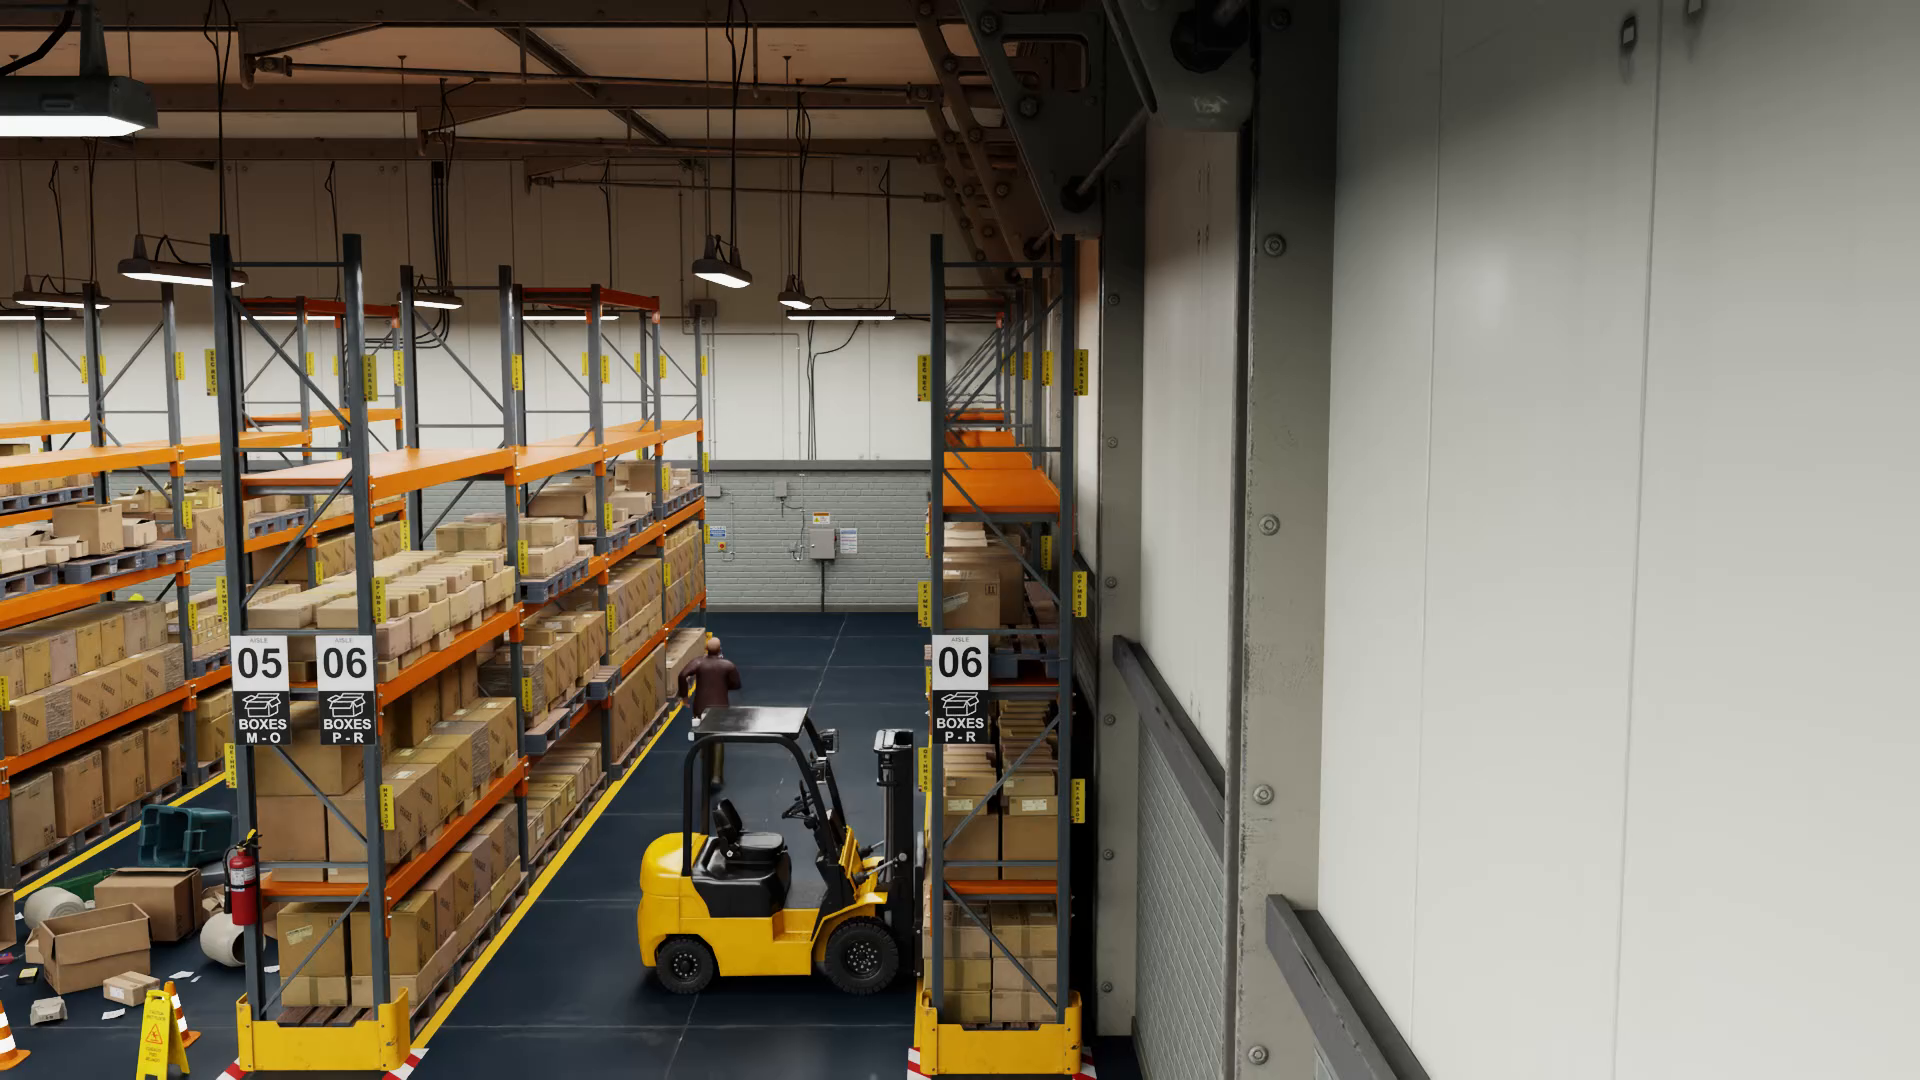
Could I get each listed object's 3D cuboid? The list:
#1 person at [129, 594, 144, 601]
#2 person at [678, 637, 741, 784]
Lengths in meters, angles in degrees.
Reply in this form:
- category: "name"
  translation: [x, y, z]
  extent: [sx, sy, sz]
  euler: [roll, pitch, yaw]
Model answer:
- category: "person"
  translation: [-11.917, 1.651, 24.199]
  extent: [0.708, 1.765, 0.824]
  euler: [-1, 6, -9]
- category: "person"
  translation: [-3.015, 2.072, 20.070]
  extent: [0.726, 1.798, 0.949]
  euler: [0, 6, 1]
